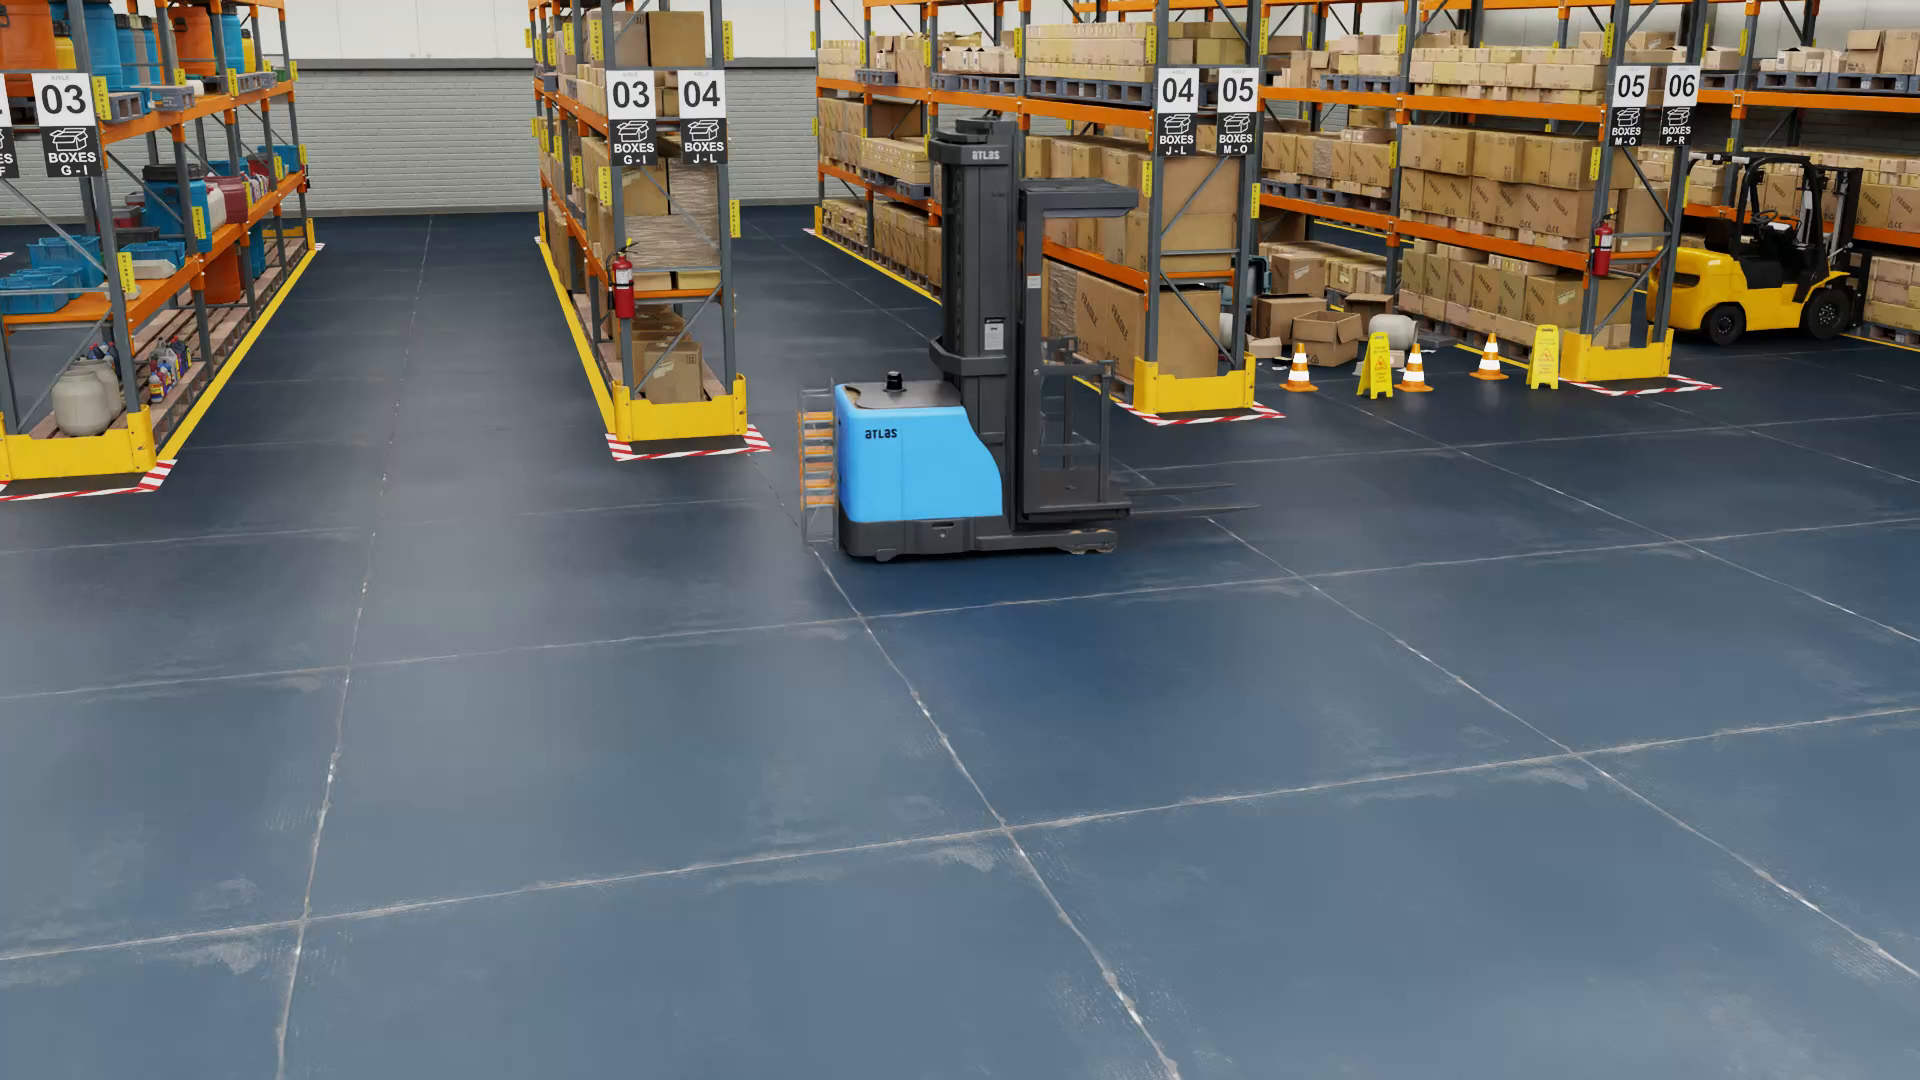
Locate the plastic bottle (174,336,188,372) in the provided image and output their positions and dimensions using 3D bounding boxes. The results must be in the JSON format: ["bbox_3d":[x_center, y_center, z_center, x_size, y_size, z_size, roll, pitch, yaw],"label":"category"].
[{"bbox_3d":[-7.925,-1.884,16.850,0.144,0.351,0.185,-5,17,-17],"label":"plastic bottle"}]

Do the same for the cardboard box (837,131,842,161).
[{"bbox_3d":[-1.820,-6.794,28.664,0.500,0.500,0.500,-5,17,-17],"label":"cardboard box"}]

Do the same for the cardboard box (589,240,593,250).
[{"bbox_3d":[-3.791,-3.215,17.879,0.380,0.149,0.250,-5,17,-15],"label":"cardboard box"}]

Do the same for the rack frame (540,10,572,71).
[{"bbox_3d":[-5.816,-8.575,24.857,1.000,3.000,0.127,-5,17,-15],"label":"rack frame"}]

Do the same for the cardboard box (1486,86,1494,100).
[{"bbox_3d":[6.185,-5.056,18.792,0.380,0.149,0.250,-5,17,-15],"label":"cardboard box"}]

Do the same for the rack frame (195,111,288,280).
[{"bbox_3d":[-10.578,-5.310,24.417,1.000,3.000,0.127,-5,17,-15],"label":"rack frame"}]

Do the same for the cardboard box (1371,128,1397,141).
[{"bbox_3d":[5.724,-5.425,22.250,0.380,0.149,0.250,-4,17,-12],"label":"cardboard box"}]

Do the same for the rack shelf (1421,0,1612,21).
[{"bbox_3d":[9.034,-8.663,27.095,1.077,0.370,4.000,-5,17,-15],"label":"rack shelf"}]

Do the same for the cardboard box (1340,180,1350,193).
[{"bbox_3d":[5.270,-4.687,22.048,0.380,0.149,0.250,-5,17,-15],"label":"cardboard box"}]

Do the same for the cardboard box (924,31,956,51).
[{"bbox_3d":[-0.281,-6.902,22.997,0.396,0.266,0.258,-5,17,-15],"label":"cardboard box"}]

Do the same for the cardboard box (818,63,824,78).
[{"bbox_3d":[-2.241,-8.393,29.725,0.500,0.250,0.500,-4,17,-13],"label":"cardboard box"}]

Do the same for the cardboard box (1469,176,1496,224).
[{"bbox_3d":[6.208,-3.904,19.044,0.500,0.500,0.500,-4,17,-15],"label":"cardboard box"}]

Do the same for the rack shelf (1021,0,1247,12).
[{"bbox_3d":[1.729,-5.637,17.022,1.077,0.370,4.000,-5,17,-15],"label":"rack shelf"}]

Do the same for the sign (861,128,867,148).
[{"bbox_3d":[-1.539,-6.436,26.658,0.100,0.325,0.005,-5,17,-15],"label":"sign"}]

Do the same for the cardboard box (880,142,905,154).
[{"bbox_3d":[-0.997,-5.929,25.149,0.380,0.149,0.250,-4,17,-13],"label":"cardboard box"}]

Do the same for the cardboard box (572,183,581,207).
[{"bbox_3d":[-4.477,-4.243,20.394,0.500,0.250,0.500,-5,17,-17],"label":"cardboard box"}]

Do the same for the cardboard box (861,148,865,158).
[{"bbox_3d":[-1.353,-6.144,26.382,0.380,0.149,0.250,-4,17,-14],"label":"cardboard box"}]

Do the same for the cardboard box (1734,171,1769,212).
[{"bbox_3d":[10.554,-4.571,21.780,0.500,0.500,0.500,-5,17,-17],"label":"cardboard box"}]

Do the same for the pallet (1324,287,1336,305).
[{"bbox_3d":[5.357,-3.490,23.205,1.003,0.211,1.213,-5,17,-15],"label":"pallet"}]

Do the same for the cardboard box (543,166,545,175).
[{"bbox_3d":[-6.711,-6.138,27.610,0.380,0.149,0.250,-5,17,-17],"label":"cardboard box"}]

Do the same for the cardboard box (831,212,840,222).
[{"bbox_3d":[-2.082,-5.765,29.639,0.380,0.149,0.250,-4,17,-14],"label":"cardboard box"}]

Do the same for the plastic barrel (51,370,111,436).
[{"bbox_3d":[-7.535,-1.177,14.250,0.421,0.512,0.421,0,17,0],"label":"plastic barrel"}]

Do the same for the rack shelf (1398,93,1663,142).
[{"bbox_3d":[6.461,-4.811,18.792,1.077,0.370,4.000,-5,17,-15],"label":"rack shelf"}]

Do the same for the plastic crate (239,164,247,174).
[{"bbox_3d":[-11.482,-5.824,26.313,0.416,0.233,0.300,-5,17,-15],"label":"plastic crate"}]

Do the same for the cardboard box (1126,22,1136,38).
[{"bbox_3d":[1.793,-4.830,15.749,0.380,0.149,0.250,-5,17,-15],"label":"cardboard box"}]

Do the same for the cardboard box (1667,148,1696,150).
[{"bbox_3d":[10.418,-5.564,23.960,0.380,0.149,0.250,-5,17,-15],"label":"cardboard box"}]

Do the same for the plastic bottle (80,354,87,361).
[{"bbox_3d":[-8.388,-1.614,15.950,0.144,0.351,0.185,-5,17,-16],"label":"plastic bottle"}]

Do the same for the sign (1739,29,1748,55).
[{"bbox_3d":[10.164,-6.455,21.569,0.100,0.325,0.005,-5,17,-15],"label":"sign"}]

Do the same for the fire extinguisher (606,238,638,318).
[{"bbox_3d":[-2.930,-2.277,14.454,0.296,0.674,0.183,-5,17,-15],"label":"fire extinguisher"}]

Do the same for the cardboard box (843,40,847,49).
[{"bbox_3d":[-1.748,-8.282,27.794,0.380,0.149,0.250,-5,17,-16],"label":"cardboard box"}]

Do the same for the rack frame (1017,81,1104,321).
[{"bbox_3d":[1.180,-3.853,19.566,1.000,3.000,0.127,-5,17,-15],"label":"rack frame"}]

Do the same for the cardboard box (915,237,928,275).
[{"bbox_3d":[-0.352,-4.125,24.086,0.500,0.500,0.500,-5,17,-16],"label":"cardboard box"}]

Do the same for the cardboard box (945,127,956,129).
[{"bbox_3d":[0.194,-5.361,22.675,0.700,0.500,0.500,-5,17,-16],"label":"cardboard box"}]

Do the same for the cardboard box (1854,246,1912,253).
[{"bbox_3d":[11.430,-3.490,20.668,0.500,0.250,0.500,-5,17,-16],"label":"cardboard box"}]

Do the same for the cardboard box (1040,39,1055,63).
[{"bbox_3d":[1.185,-5.313,18.050,0.500,0.250,0.500,-5,17,-16],"label":"cardboard box"}]

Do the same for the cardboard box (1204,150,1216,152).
[{"bbox_3d":[4.130,-5.942,25.911,0.500,0.250,0.500,-5,17,-17],"label":"cardboard box"}]

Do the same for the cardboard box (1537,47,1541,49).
[{"bbox_3d":[9.234,-7.623,25.954,0.380,0.149,0.250,-5,18,-17],"label":"cardboard box"}]

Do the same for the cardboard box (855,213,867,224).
[{"bbox_3d":[-1.551,-5.400,27.908,0.380,0.149,0.250,-5,17,-16],"label":"cardboard box"}]

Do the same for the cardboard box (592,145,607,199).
[{"bbox_3d":[-3.314,-3.600,16.293,0.500,0.500,0.500,-5,17,-15],"label":"cardboard box"}]

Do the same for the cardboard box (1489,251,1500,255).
[{"bbox_3d":[6.473,-3.233,20.247,0.500,0.500,0.500,-4,17,-14],"label":"cardboard box"}]

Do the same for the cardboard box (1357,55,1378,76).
[{"bbox_3d":[5.477,-6.129,21.458,0.500,0.250,0.500,-4,17,-15],"label":"cardboard box"}]

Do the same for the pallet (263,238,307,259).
[{"bbox_3d":[-11.488,-4.850,27.731,1.003,0.211,1.213,-5,17,-15],"label":"pallet"}]

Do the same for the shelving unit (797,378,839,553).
[{"bbox_3d":[-0.988,-0.519,11.593,0.258,1.200,0.189,-3,17,-10],"label":"shelving unit"}]

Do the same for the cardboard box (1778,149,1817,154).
[{"bbox_3d":[10.723,-4.920,21.300,0.380,0.149,0.250,-5,17,-16],"label":"cardboard box"}]

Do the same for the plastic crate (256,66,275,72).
[{"bbox_3d":[-10.656,-7.050,25.220,0.497,0.269,0.590,-5,17,-15],"label":"plastic crate"}]

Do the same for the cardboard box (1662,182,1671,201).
[{"bbox_3d":[10.149,-4.852,23.150,0.500,0.250,0.500,-5,17,-16],"label":"cardboard box"}]

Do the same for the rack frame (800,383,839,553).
[{"bbox_3d":[-0.971,-0.493,11.506,0.240,1.200,0.006,-3,17,-10],"label":"rack frame"}]

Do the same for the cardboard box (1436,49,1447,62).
[{"bbox_3d":[5.847,-5.714,19.598,0.380,0.149,0.250,-5,18,-17],"label":"cardboard box"}]

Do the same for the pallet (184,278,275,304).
[{"bbox_3d":[-10.067,-3.420,22.971,1.003,0.211,1.213,-5,17,-15],"label":"pallet"}]

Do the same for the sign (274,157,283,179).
[{"bbox_3d":[-10.049,-5.486,24.520,0.100,0.325,0.005,-5,17,-15],"label":"sign"}]

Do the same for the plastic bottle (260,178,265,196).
[{"bbox_3d":[-10.058,-5.066,23.820,0.152,0.276,0.135,-5,17,-15],"label":"plastic bottle"}]

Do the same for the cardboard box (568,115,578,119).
[{"bbox_3d":[-6.528,-7.124,28.895,0.500,0.500,0.500,-4,17,-15],"label":"cardboard box"}]

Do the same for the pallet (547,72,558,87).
[{"bbox_3d":[-5.255,-6.425,23.240,1.003,0.211,1.213,-4,17,-13],"label":"pallet"}]

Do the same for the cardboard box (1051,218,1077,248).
[{"bbox_3d":[1.501,-3.515,18.179,0.875,0.550,0.550,-5,17,-15],"label":"cardboard box"}]

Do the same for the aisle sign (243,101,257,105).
[{"bbox_3d":[-11.983,-7.658,27.714,0.394,0.787,0.004,-5,17,-15],"label":"aisle sign"}]

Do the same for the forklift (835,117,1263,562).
[{"bbox_3d":[0.639,-1.446,11.673,3.031,2.935,1.130,-3,17,-10],"label":"forklift"}]

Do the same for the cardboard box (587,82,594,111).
[{"bbox_3d":[-3.311,-4.280,16.032,0.500,0.250,0.500,-5,17,-16],"label":"cardboard box"}]
